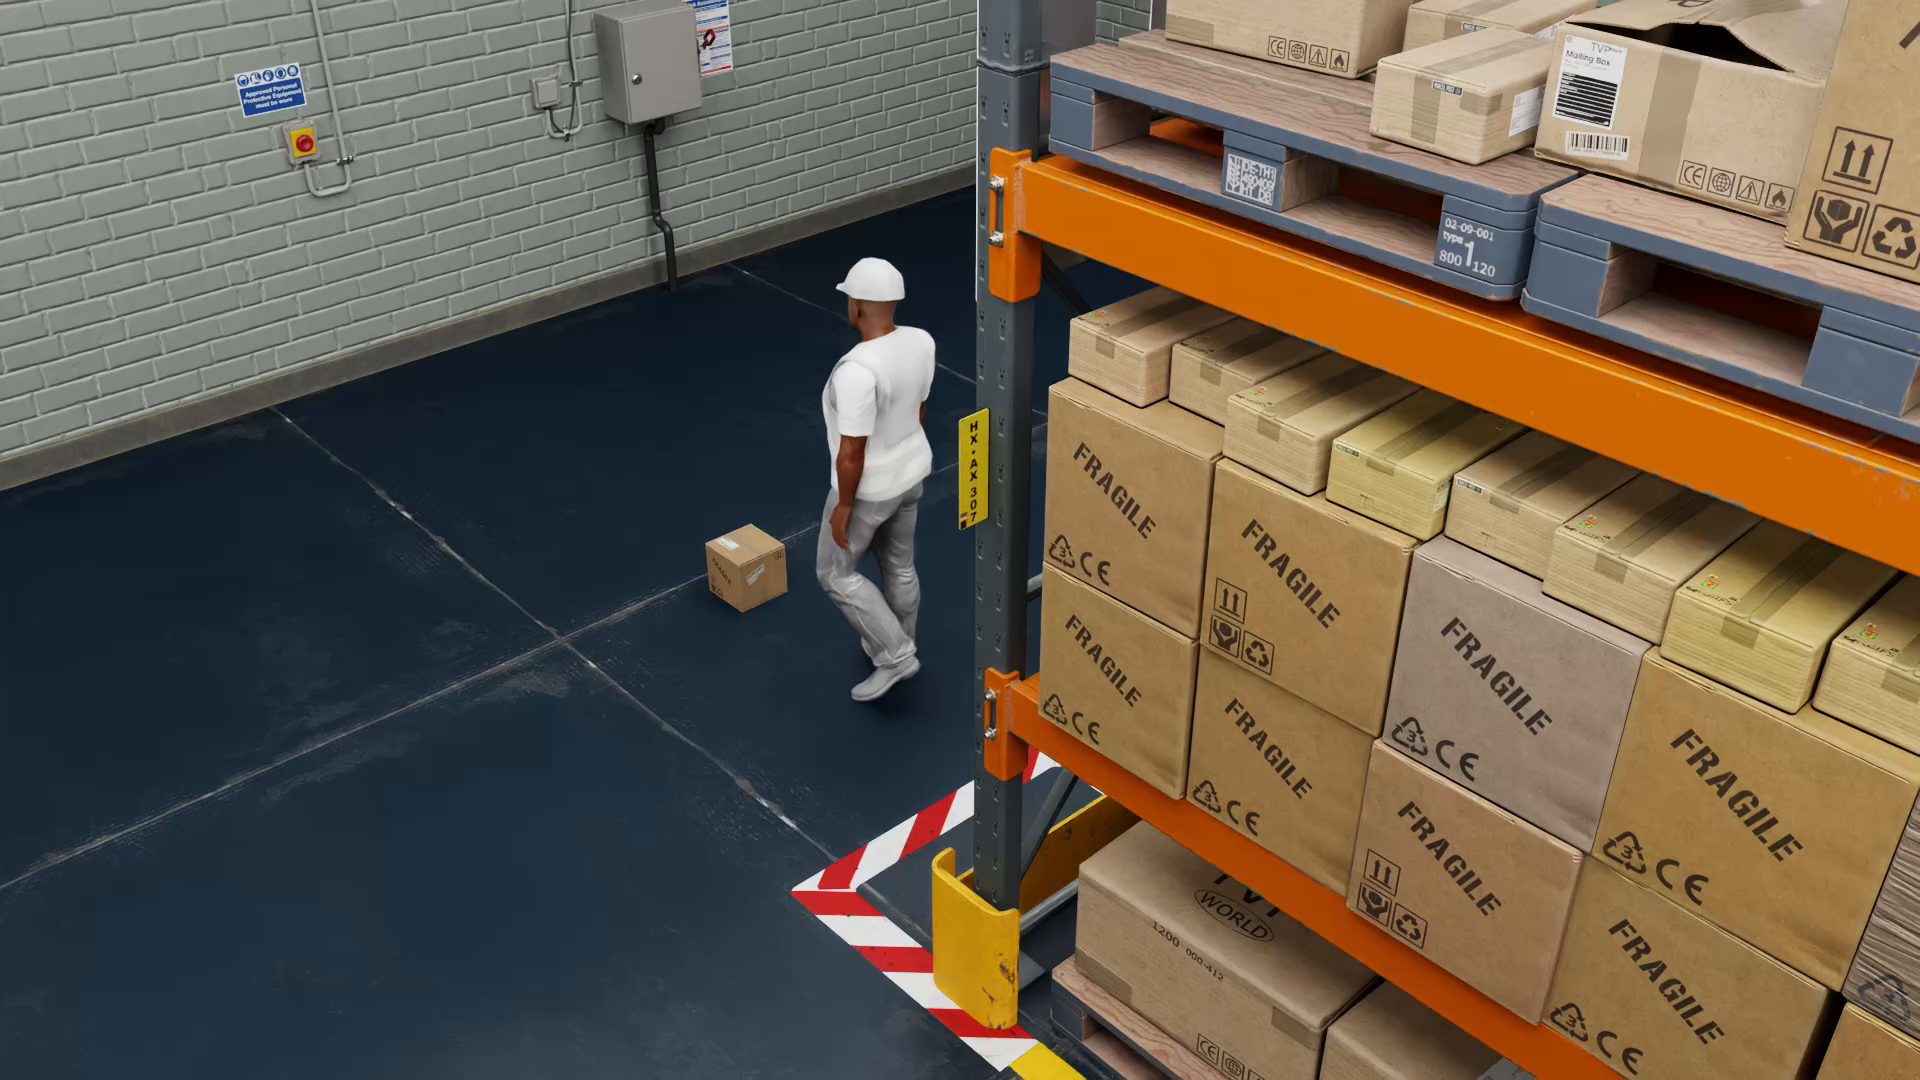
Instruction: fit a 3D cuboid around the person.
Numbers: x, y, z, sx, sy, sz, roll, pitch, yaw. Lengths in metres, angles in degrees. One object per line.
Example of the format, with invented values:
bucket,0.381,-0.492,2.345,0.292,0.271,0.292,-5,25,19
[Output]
person,-0.289,-0.224,6.434,0.481,1.762,0.598,21,37,31
